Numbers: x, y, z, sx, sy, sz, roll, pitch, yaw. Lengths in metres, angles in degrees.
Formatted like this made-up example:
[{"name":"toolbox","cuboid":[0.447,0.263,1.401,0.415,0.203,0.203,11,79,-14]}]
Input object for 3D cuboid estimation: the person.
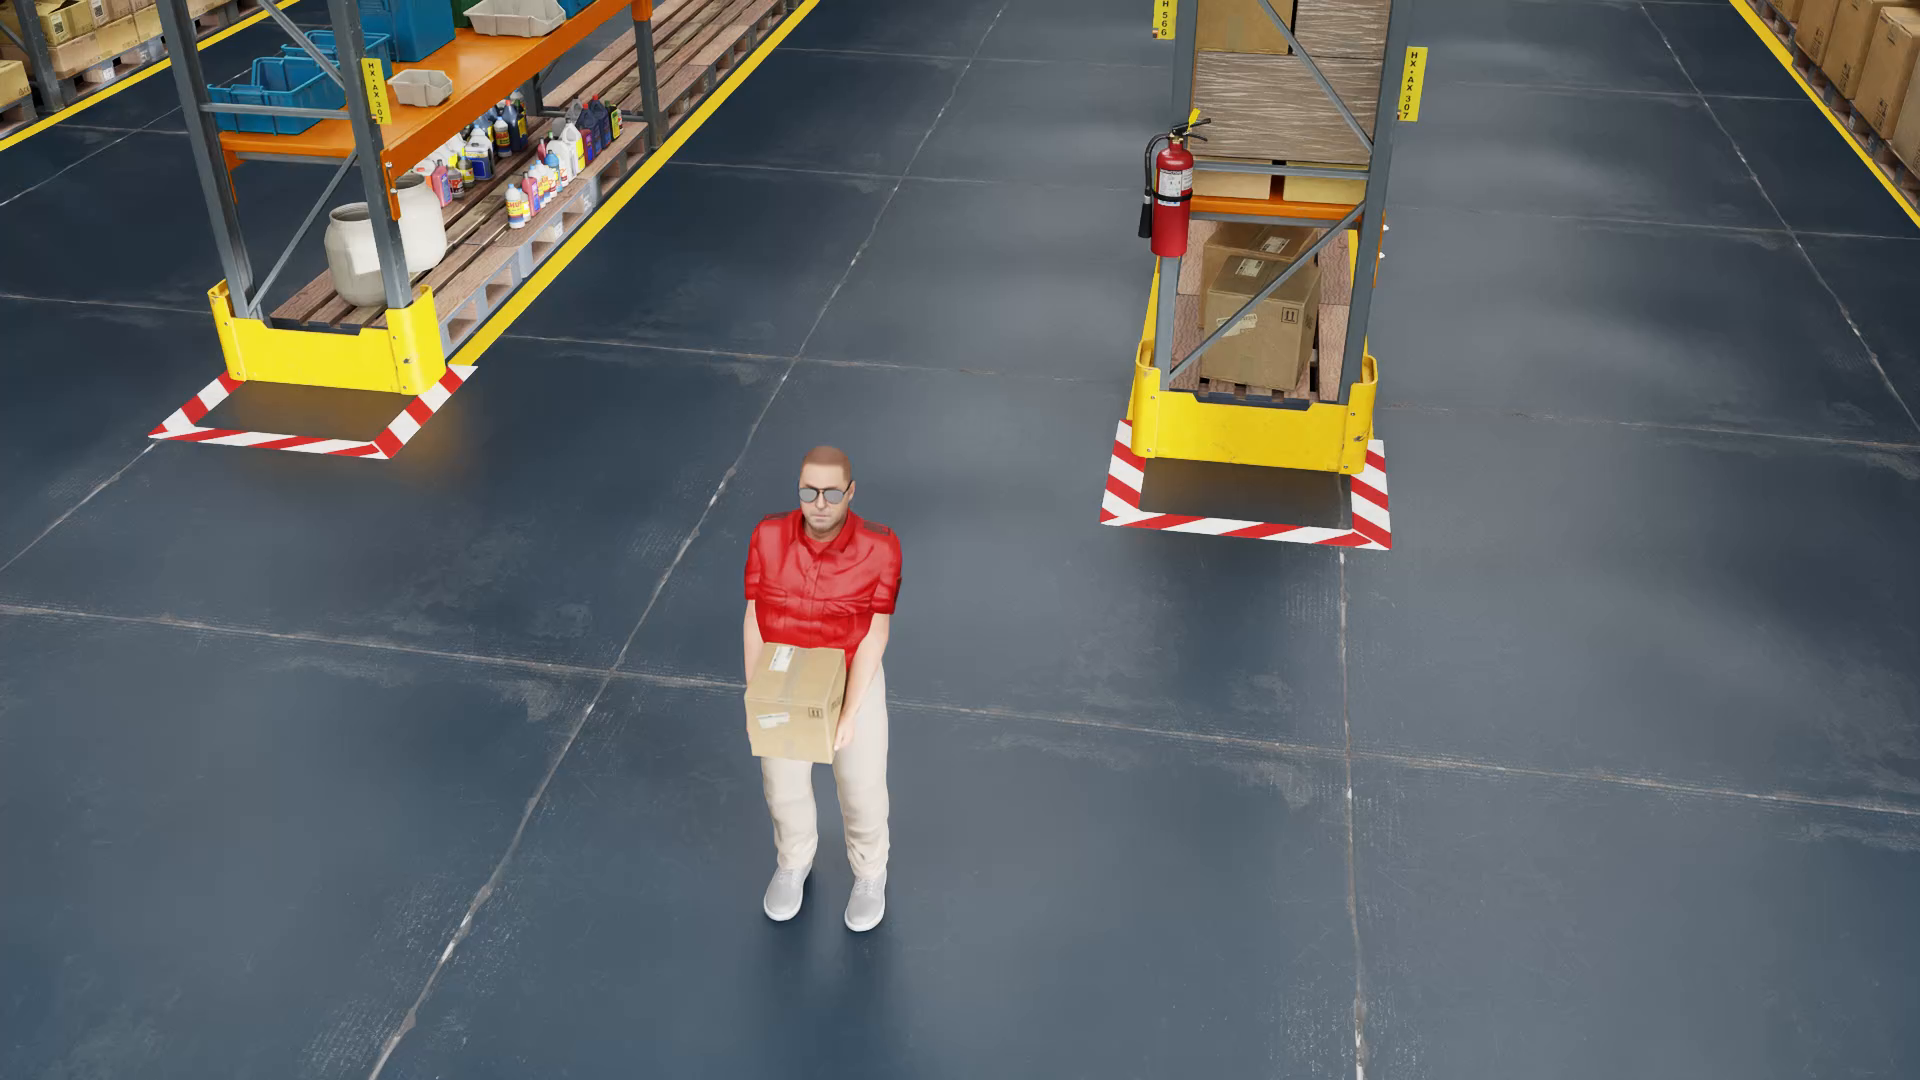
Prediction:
[{"name":"person","cuboid":[-0.446,0.540,5.306,0.493,1.712,0.530,5,33,8]}]
